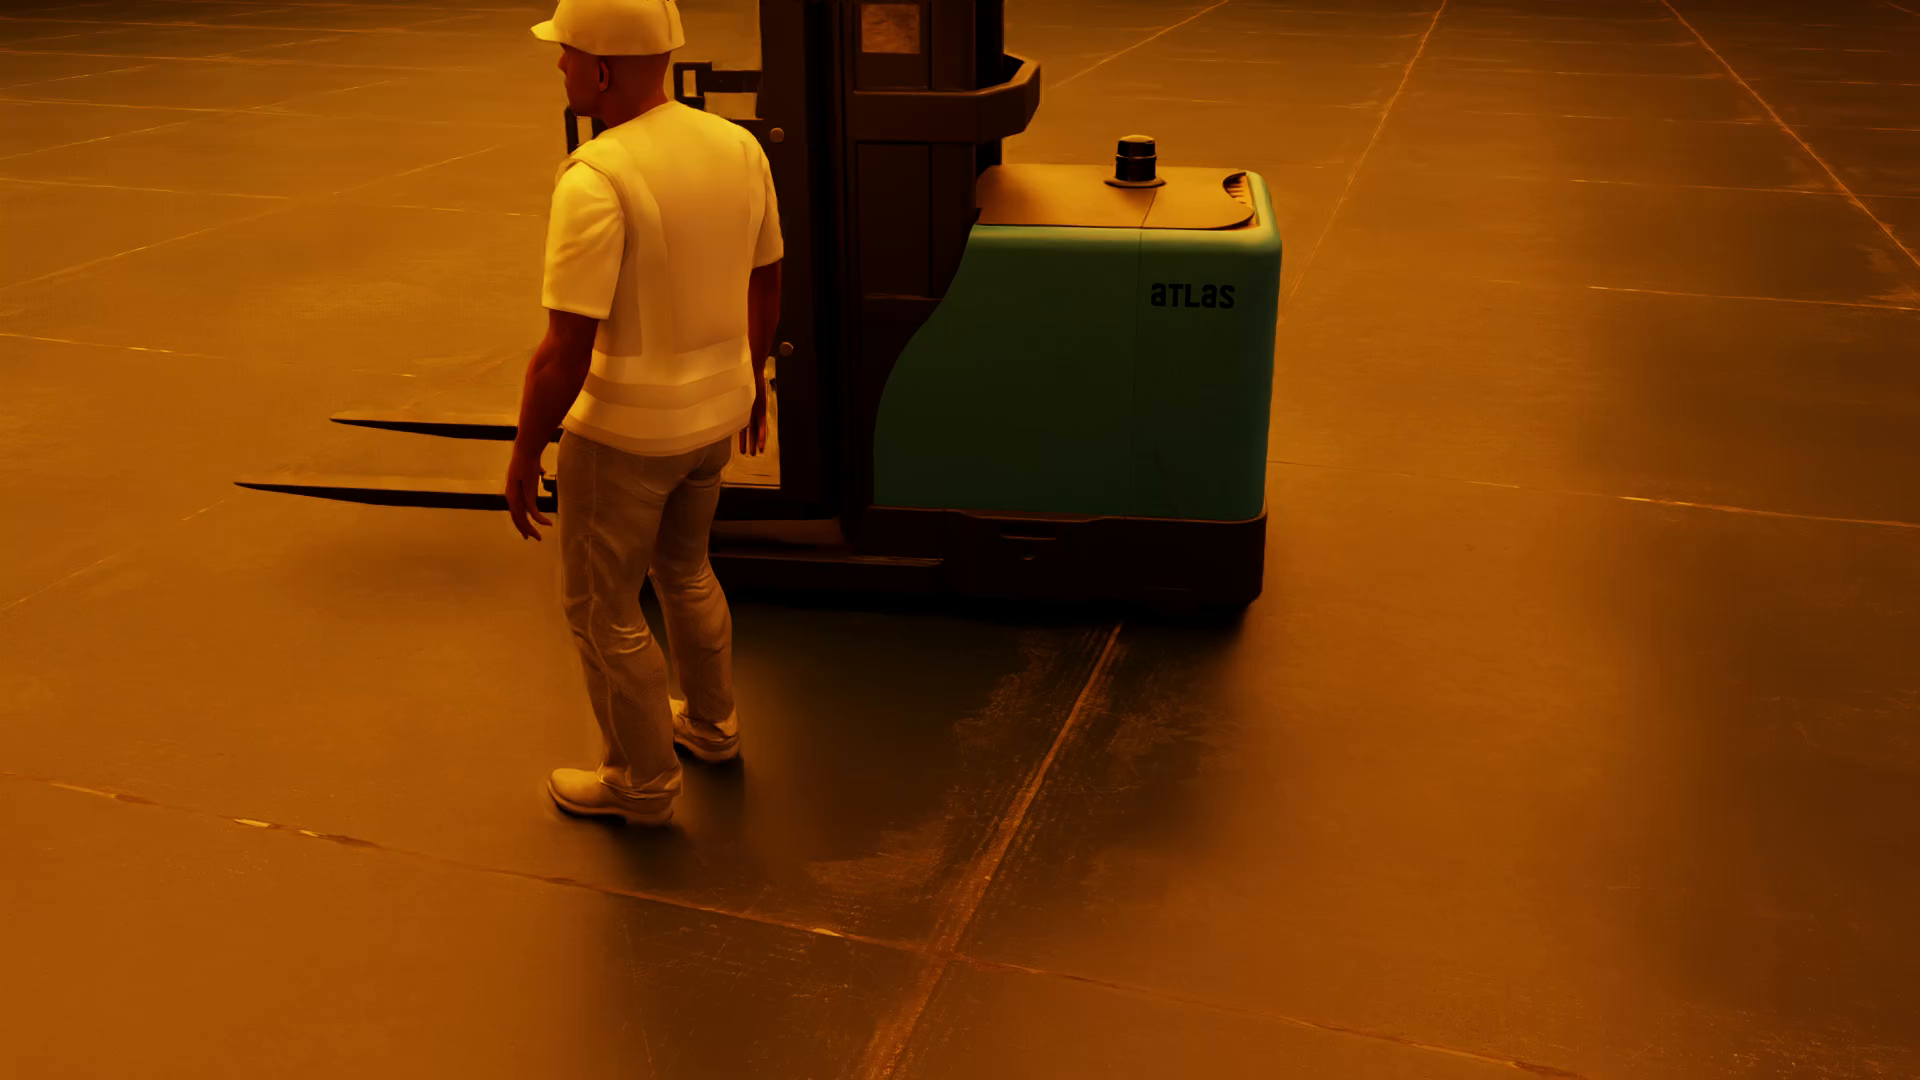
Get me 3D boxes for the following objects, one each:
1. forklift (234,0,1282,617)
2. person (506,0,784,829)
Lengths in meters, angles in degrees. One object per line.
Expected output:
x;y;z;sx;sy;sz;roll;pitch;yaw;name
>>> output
-0.622;-1.376;4.613;3.031;2.935;1.130;3;23;6;forklift
-0.668;-0.255;3.431;0.478;1.764;0.708;12;26;28;person
